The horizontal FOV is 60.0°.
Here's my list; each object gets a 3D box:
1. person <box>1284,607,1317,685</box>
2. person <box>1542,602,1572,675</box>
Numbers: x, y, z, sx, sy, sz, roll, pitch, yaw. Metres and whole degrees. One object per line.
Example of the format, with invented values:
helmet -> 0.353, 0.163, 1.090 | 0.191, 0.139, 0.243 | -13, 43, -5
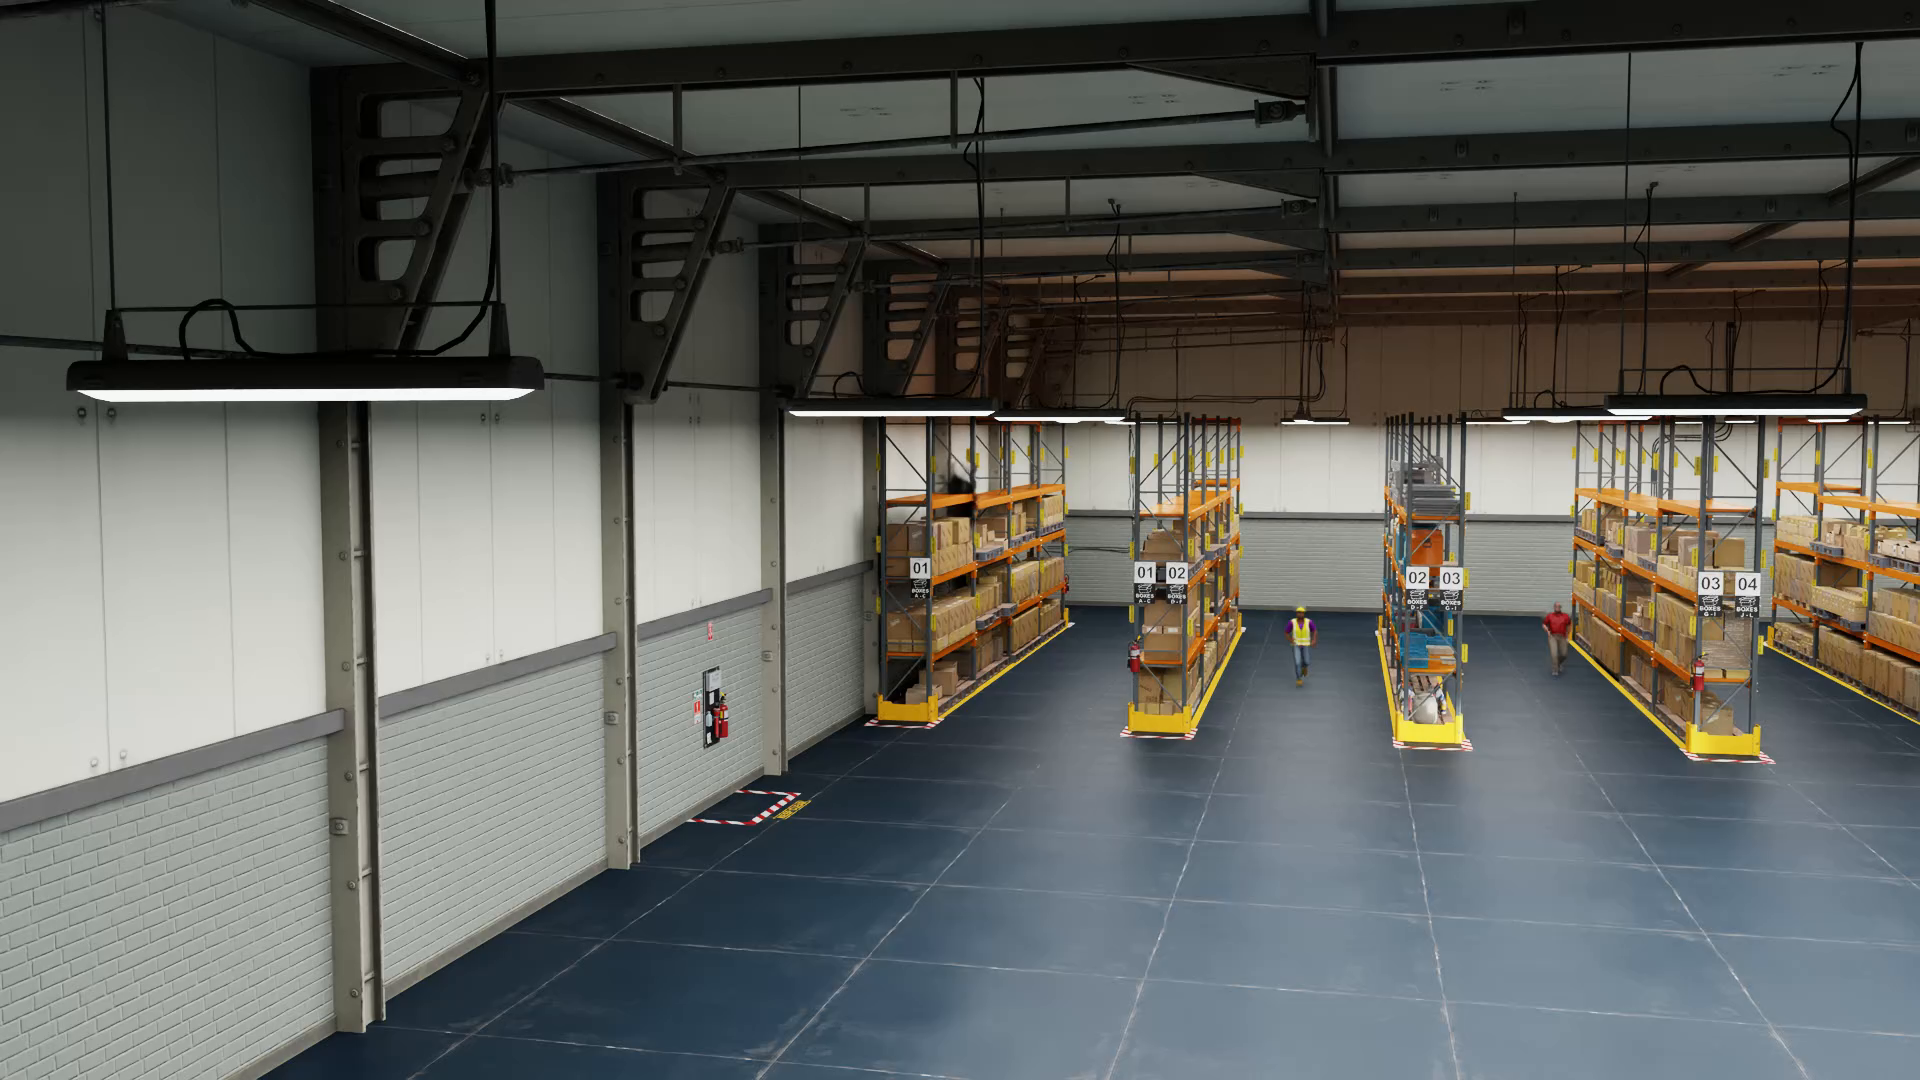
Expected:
person -> 7.611, 2.358, 37.168 | 0.736, 1.722, 0.613 | 0, 4, 4
person -> 13.811, 2.282, 38.452 | 0.660, 1.674, 0.604 | 1, 4, 14
